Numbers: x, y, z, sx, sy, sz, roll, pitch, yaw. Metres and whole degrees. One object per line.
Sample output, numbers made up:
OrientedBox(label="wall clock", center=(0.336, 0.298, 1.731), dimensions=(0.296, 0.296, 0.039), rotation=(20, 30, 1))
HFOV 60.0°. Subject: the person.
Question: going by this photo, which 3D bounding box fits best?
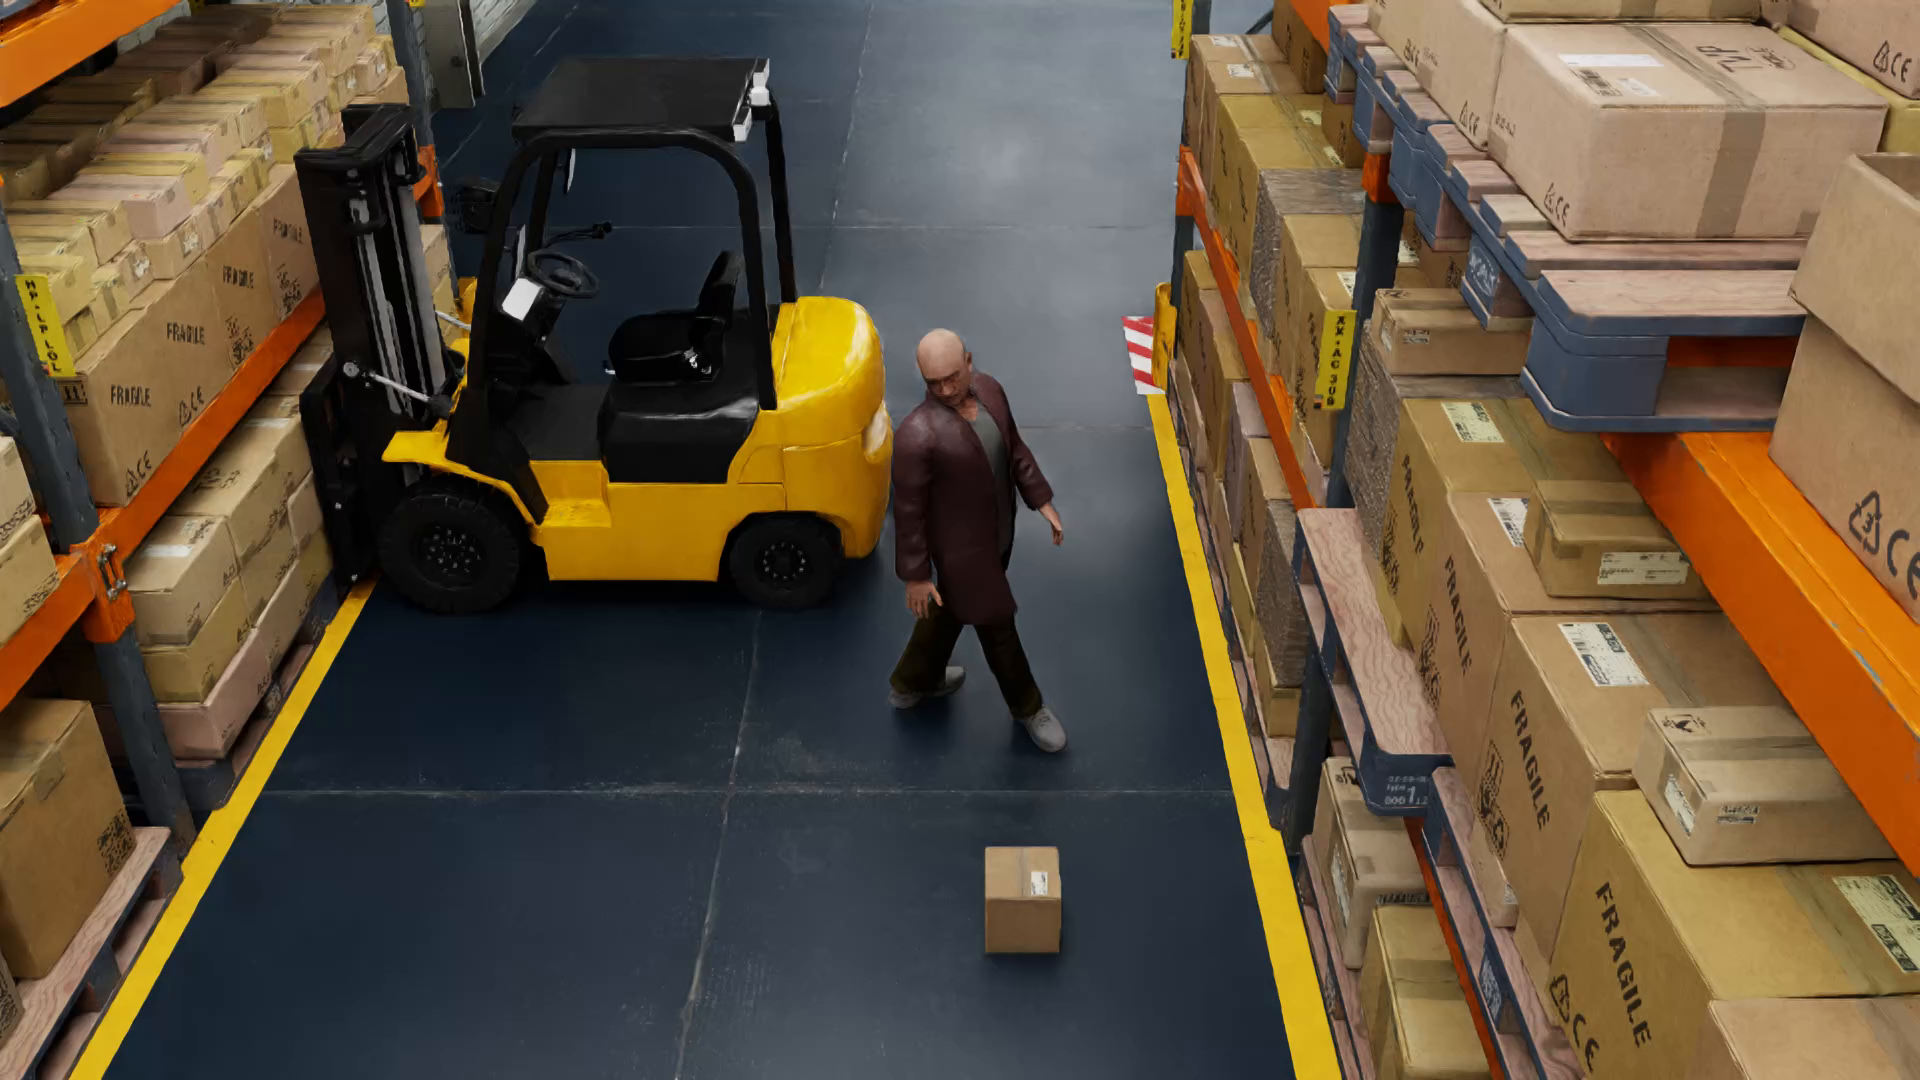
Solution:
OrientedBox(label="person", center=(0.062, 0.012, 6.147), dimensions=(0.764, 1.742, 0.617), rotation=(12, 33, 18))
